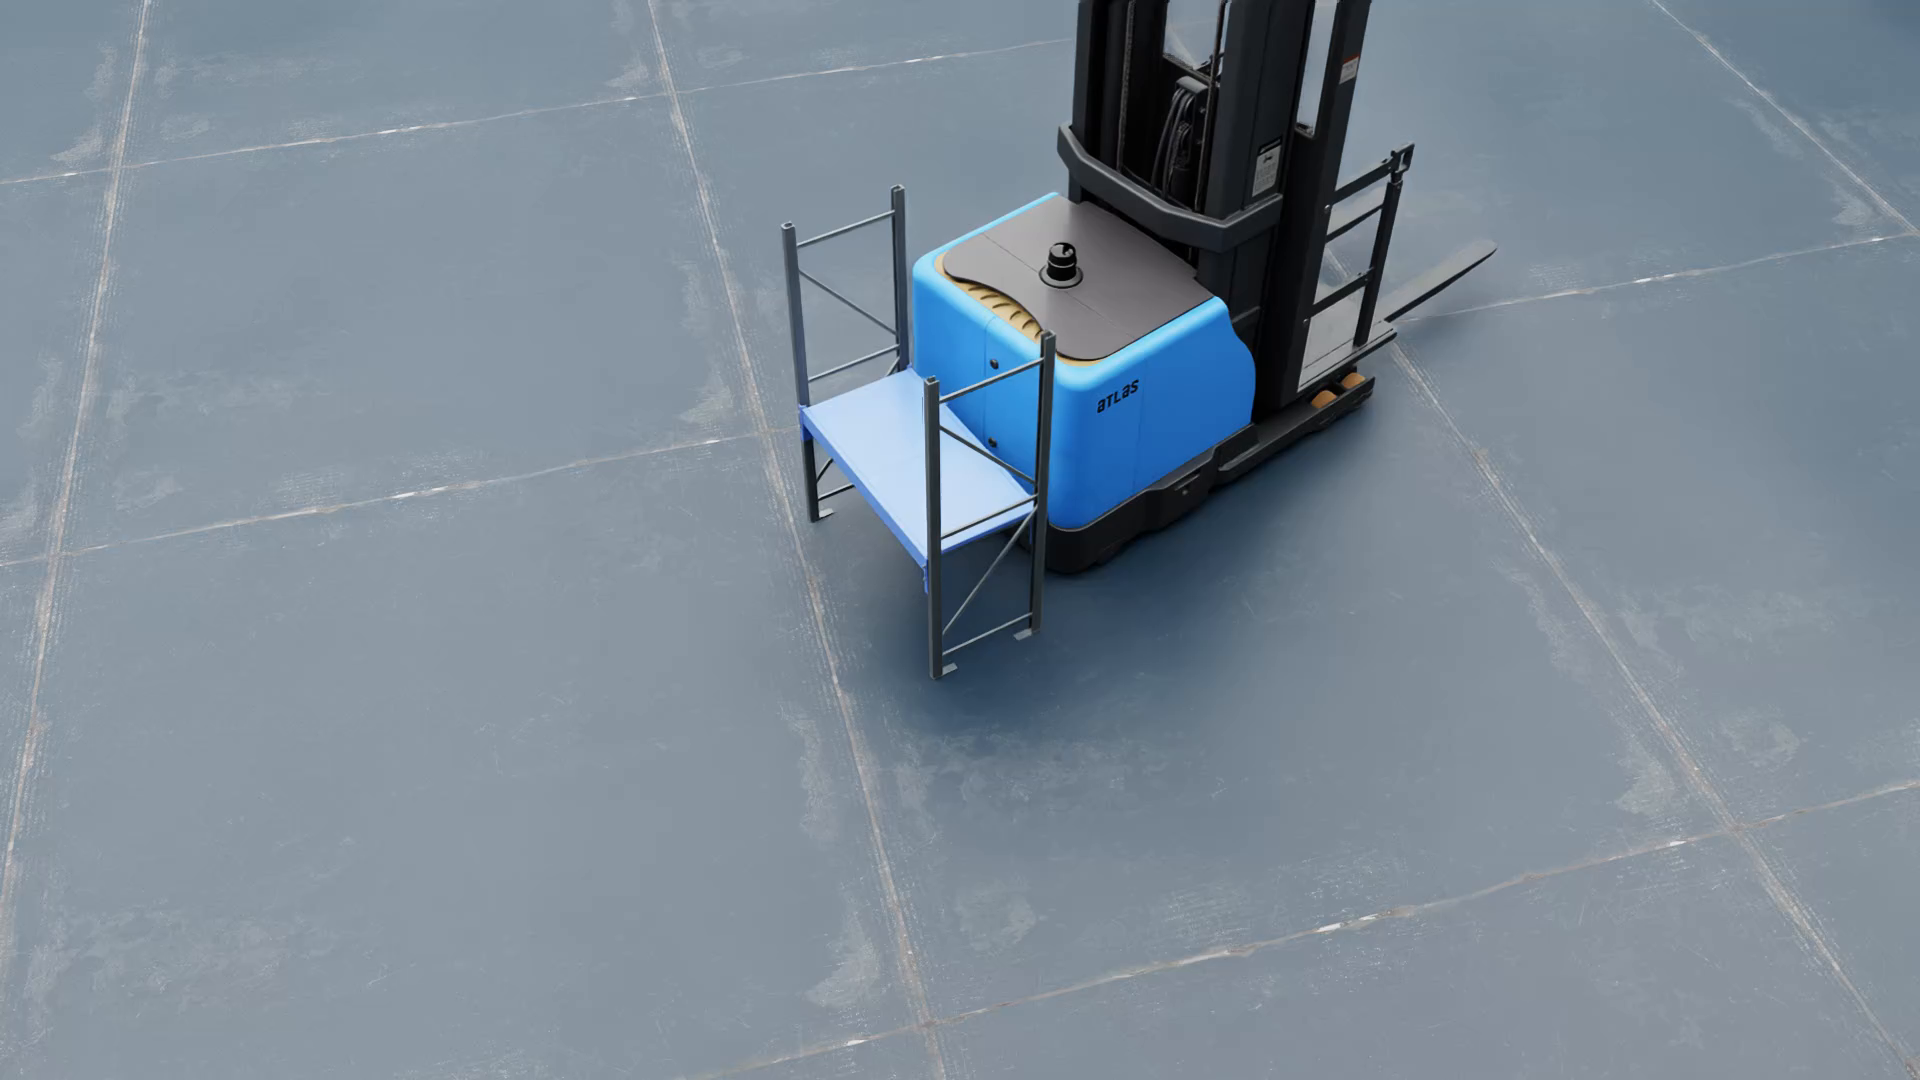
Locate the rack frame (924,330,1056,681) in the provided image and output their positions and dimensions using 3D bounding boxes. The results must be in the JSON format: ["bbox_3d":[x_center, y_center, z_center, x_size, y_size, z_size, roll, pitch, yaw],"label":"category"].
[{"bbox_3d":[0.102,-0.080,6.029,0.500,1.500,0.032,-24,50,-21],"label":"rack frame"}]

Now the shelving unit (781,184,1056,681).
[{"bbox_3d":[-0.163,-0.390,6.333,0.538,1.500,1.048,-24,50,-21],"label":"shelving unit"}]

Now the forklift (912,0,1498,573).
[{"bbox_3d":[1.249,-1.793,6.706,3.031,2.935,1.130,-31,53,-27],"label":"forklift"}]

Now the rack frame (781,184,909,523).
[{"bbox_3d":[-0.428,-0.700,6.636,0.500,1.500,0.032,-24,50,-21],"label":"rack frame"}]

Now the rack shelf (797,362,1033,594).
[{"bbox_3d":[-0.163,-0.264,6.461,0.538,0.185,1.000,-24,50,-21],"label":"rack shelf"}]
